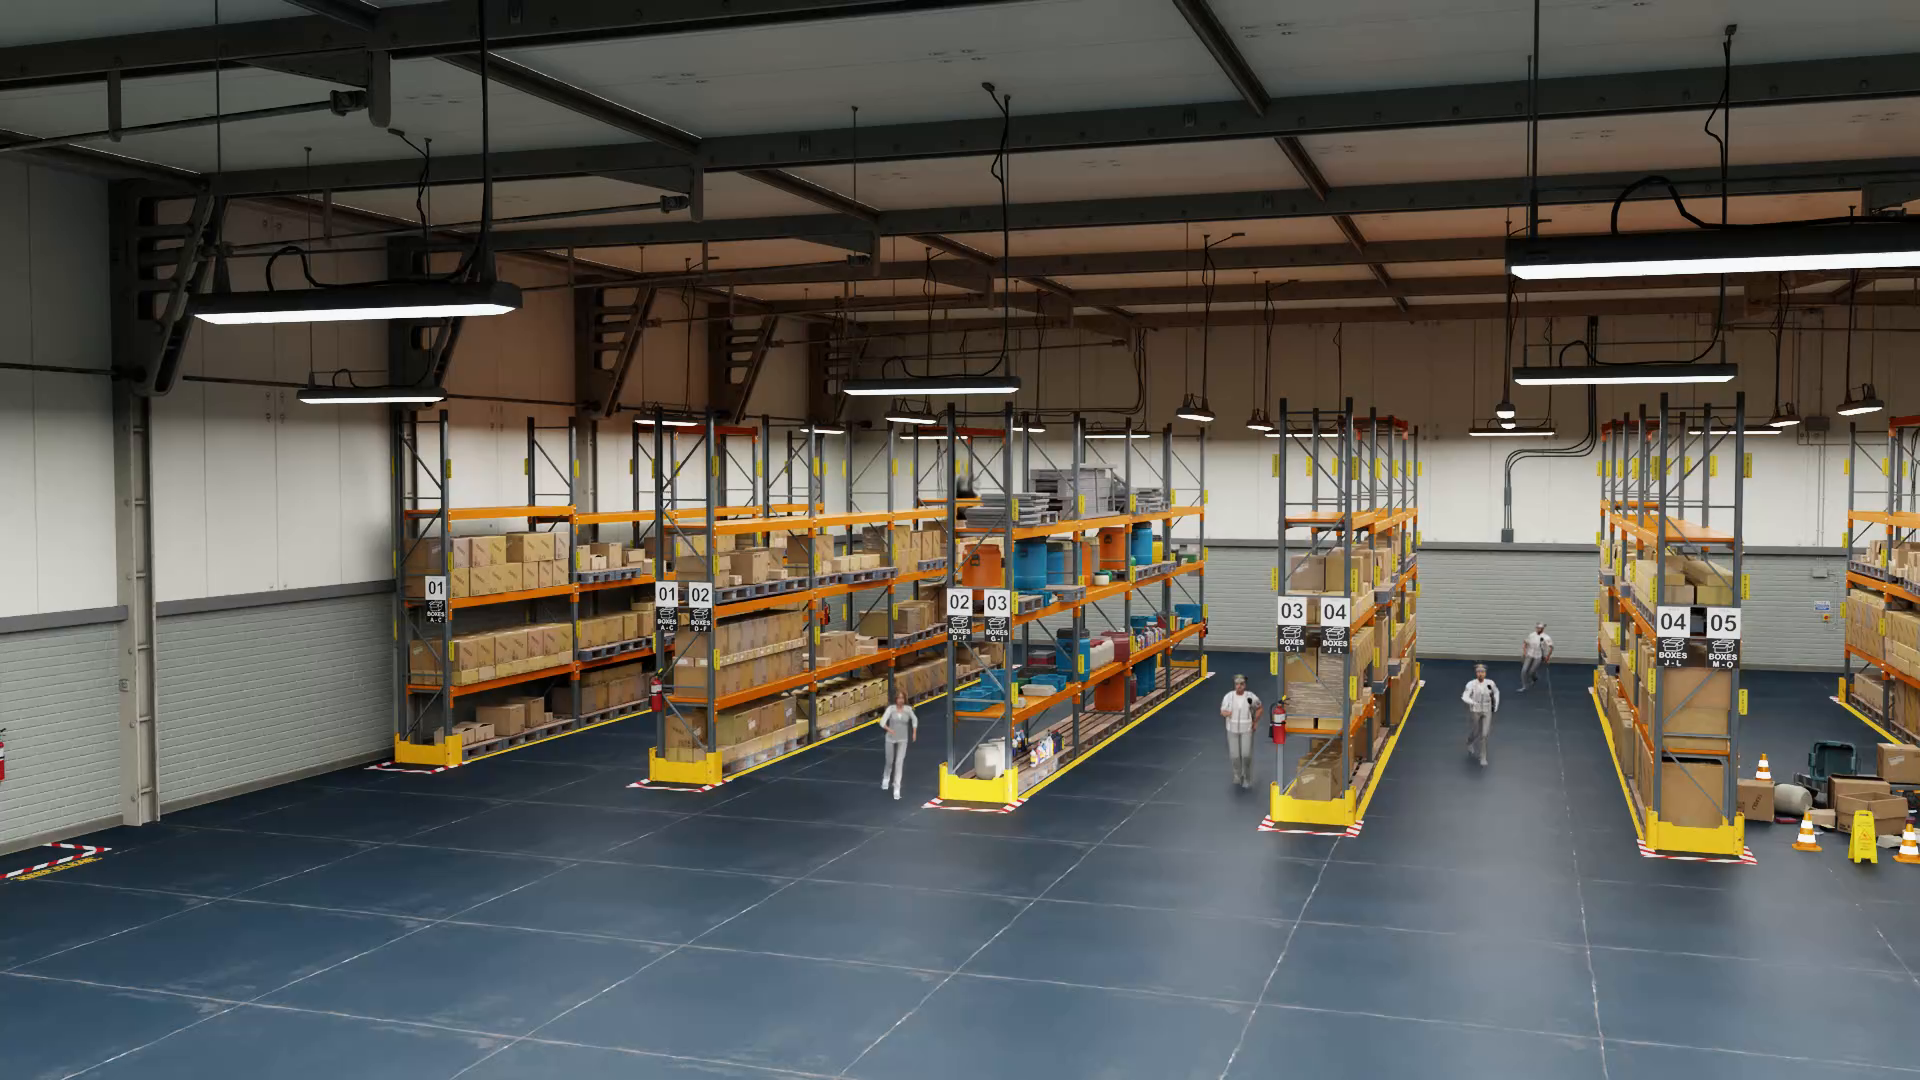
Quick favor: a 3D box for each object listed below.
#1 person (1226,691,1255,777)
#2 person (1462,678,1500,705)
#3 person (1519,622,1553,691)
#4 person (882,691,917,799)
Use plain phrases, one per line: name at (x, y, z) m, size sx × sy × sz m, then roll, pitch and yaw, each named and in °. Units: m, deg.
person at (4.405, 3.071, 26.123) m, size 0.459 × 1.384 × 0.571 m, roll 1°, pitch 3°, yaw 16°
person at (8.868, 2.614, 28.270) m, size 0.624 × 0.473 × 0.384 m, roll 1°, pitch 3°, yaw 12°
person at (12.937, 2.622, 37.316) m, size 0.691 × 1.597 × 0.526 m, roll 2°, pitch 3°, yaw 41°
person at (-0.933, 3.102, 25.484) m, size 0.555 × 1.605 × 0.803 m, roll 0°, pitch 2°, yaw -5°
